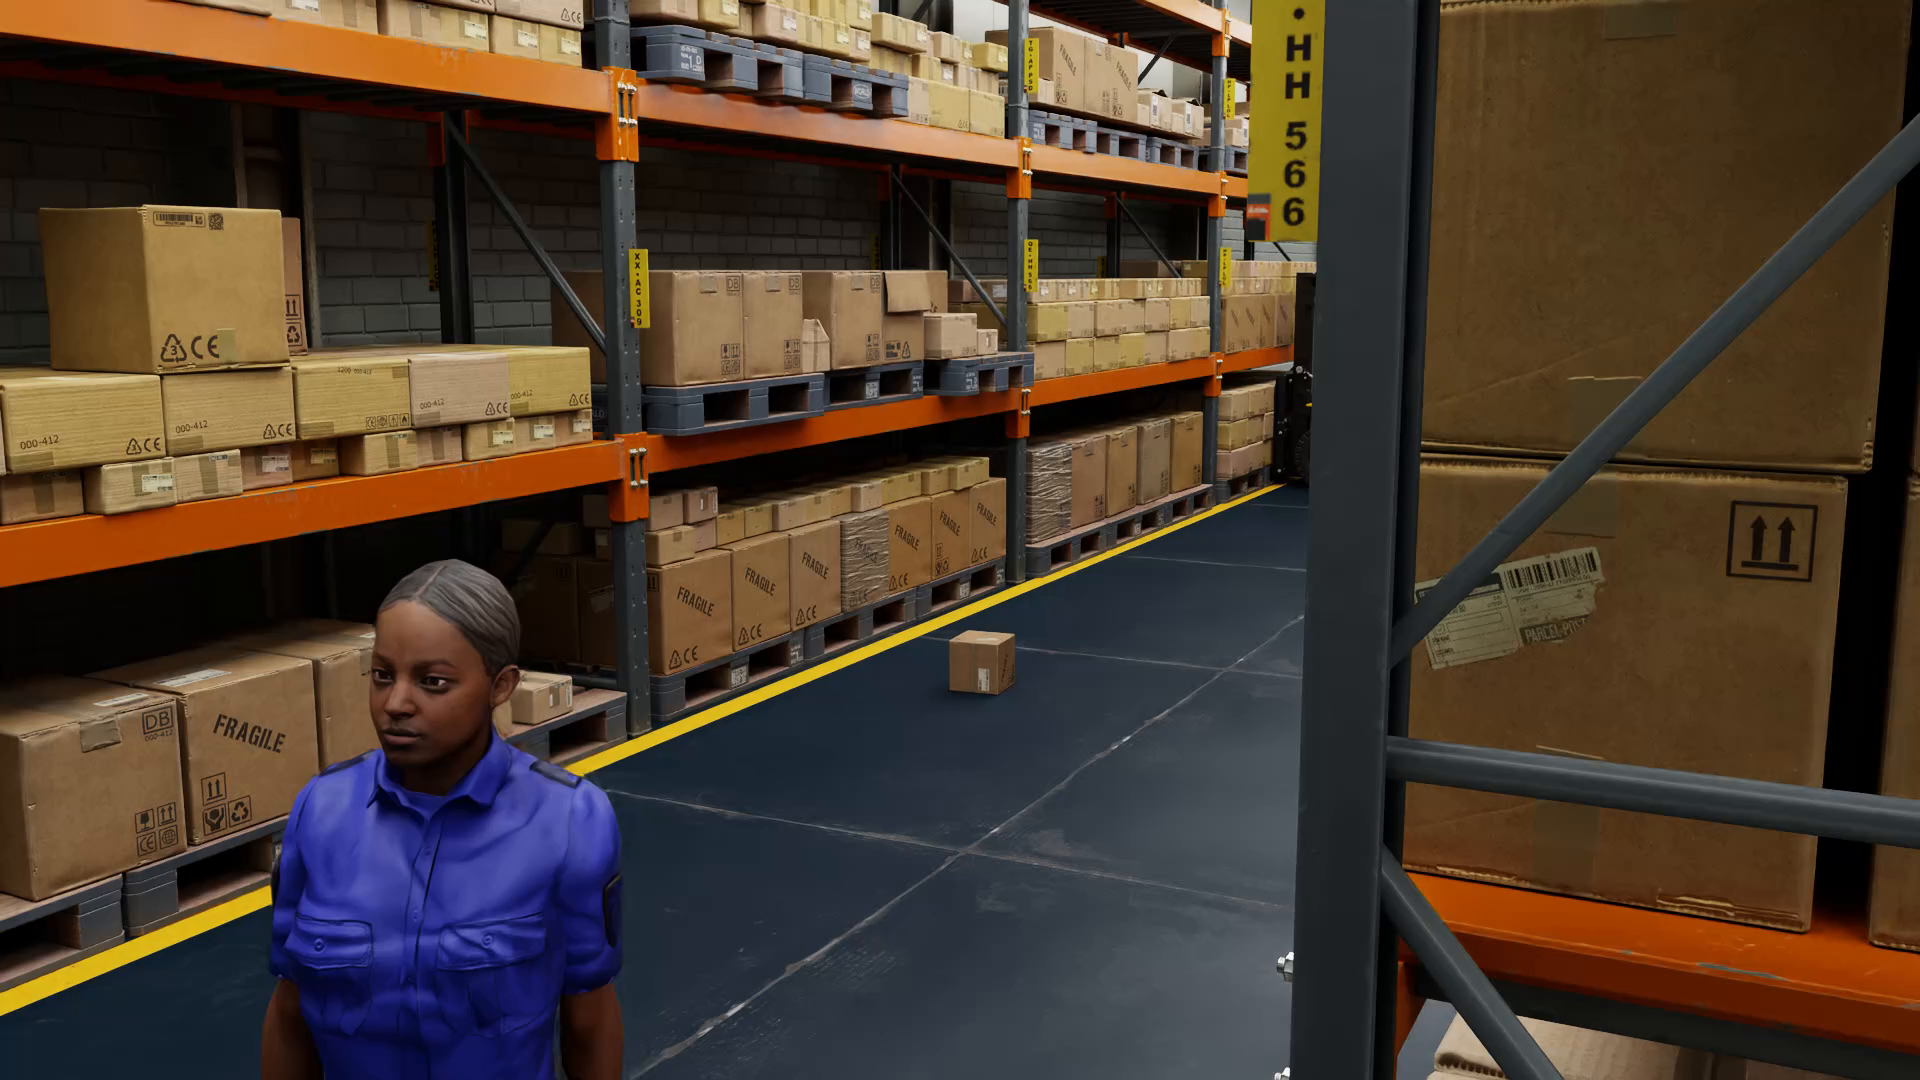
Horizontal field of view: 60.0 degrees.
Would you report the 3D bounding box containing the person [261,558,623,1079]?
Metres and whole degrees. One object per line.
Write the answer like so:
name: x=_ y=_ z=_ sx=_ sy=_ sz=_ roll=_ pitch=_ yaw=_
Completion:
person: x=-0.645 y=0.824 z=2.184 sx=0.456 sy=1.644 sz=0.646 roll=1 pitch=9 yaw=4
